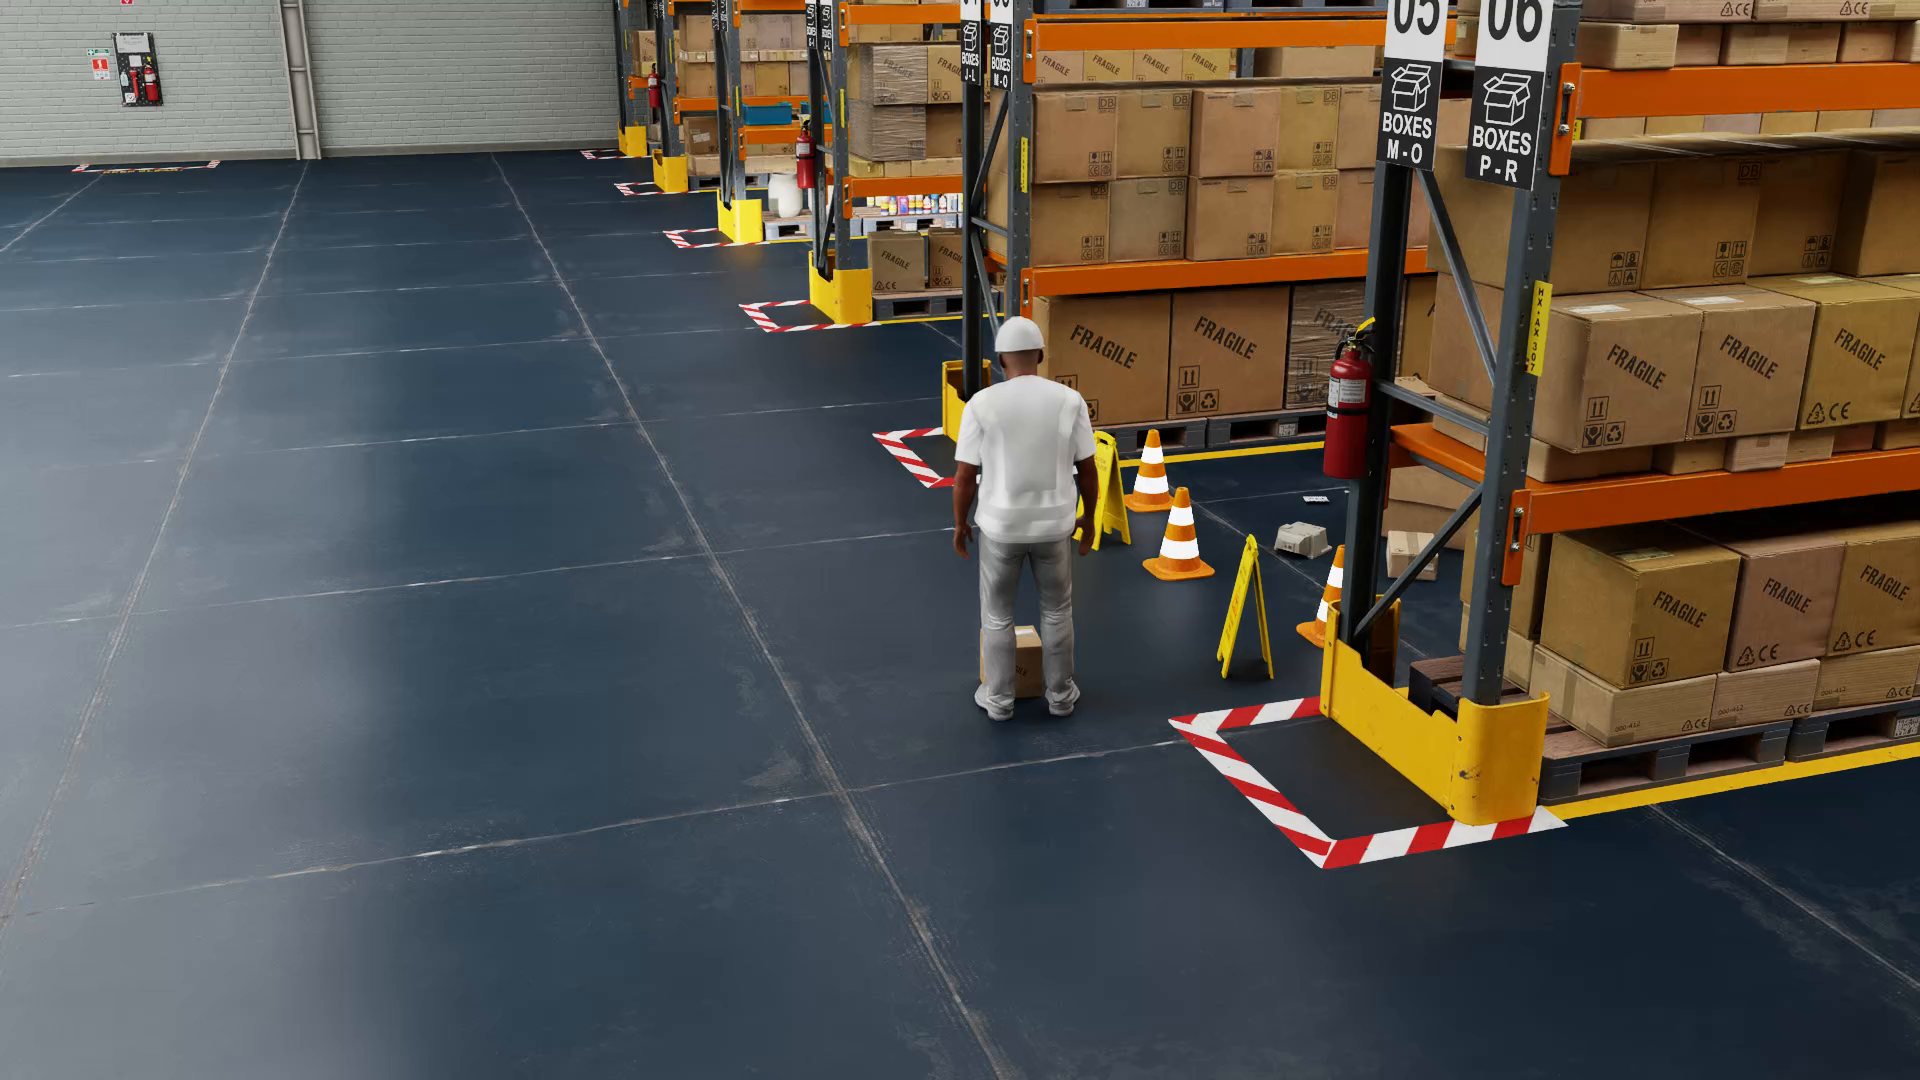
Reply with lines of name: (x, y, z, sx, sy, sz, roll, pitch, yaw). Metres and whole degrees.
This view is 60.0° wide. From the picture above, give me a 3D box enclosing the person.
person: (0.278, -0.080, 7.138, 0.626, 1.760, 0.461, -2, 19, -6)
